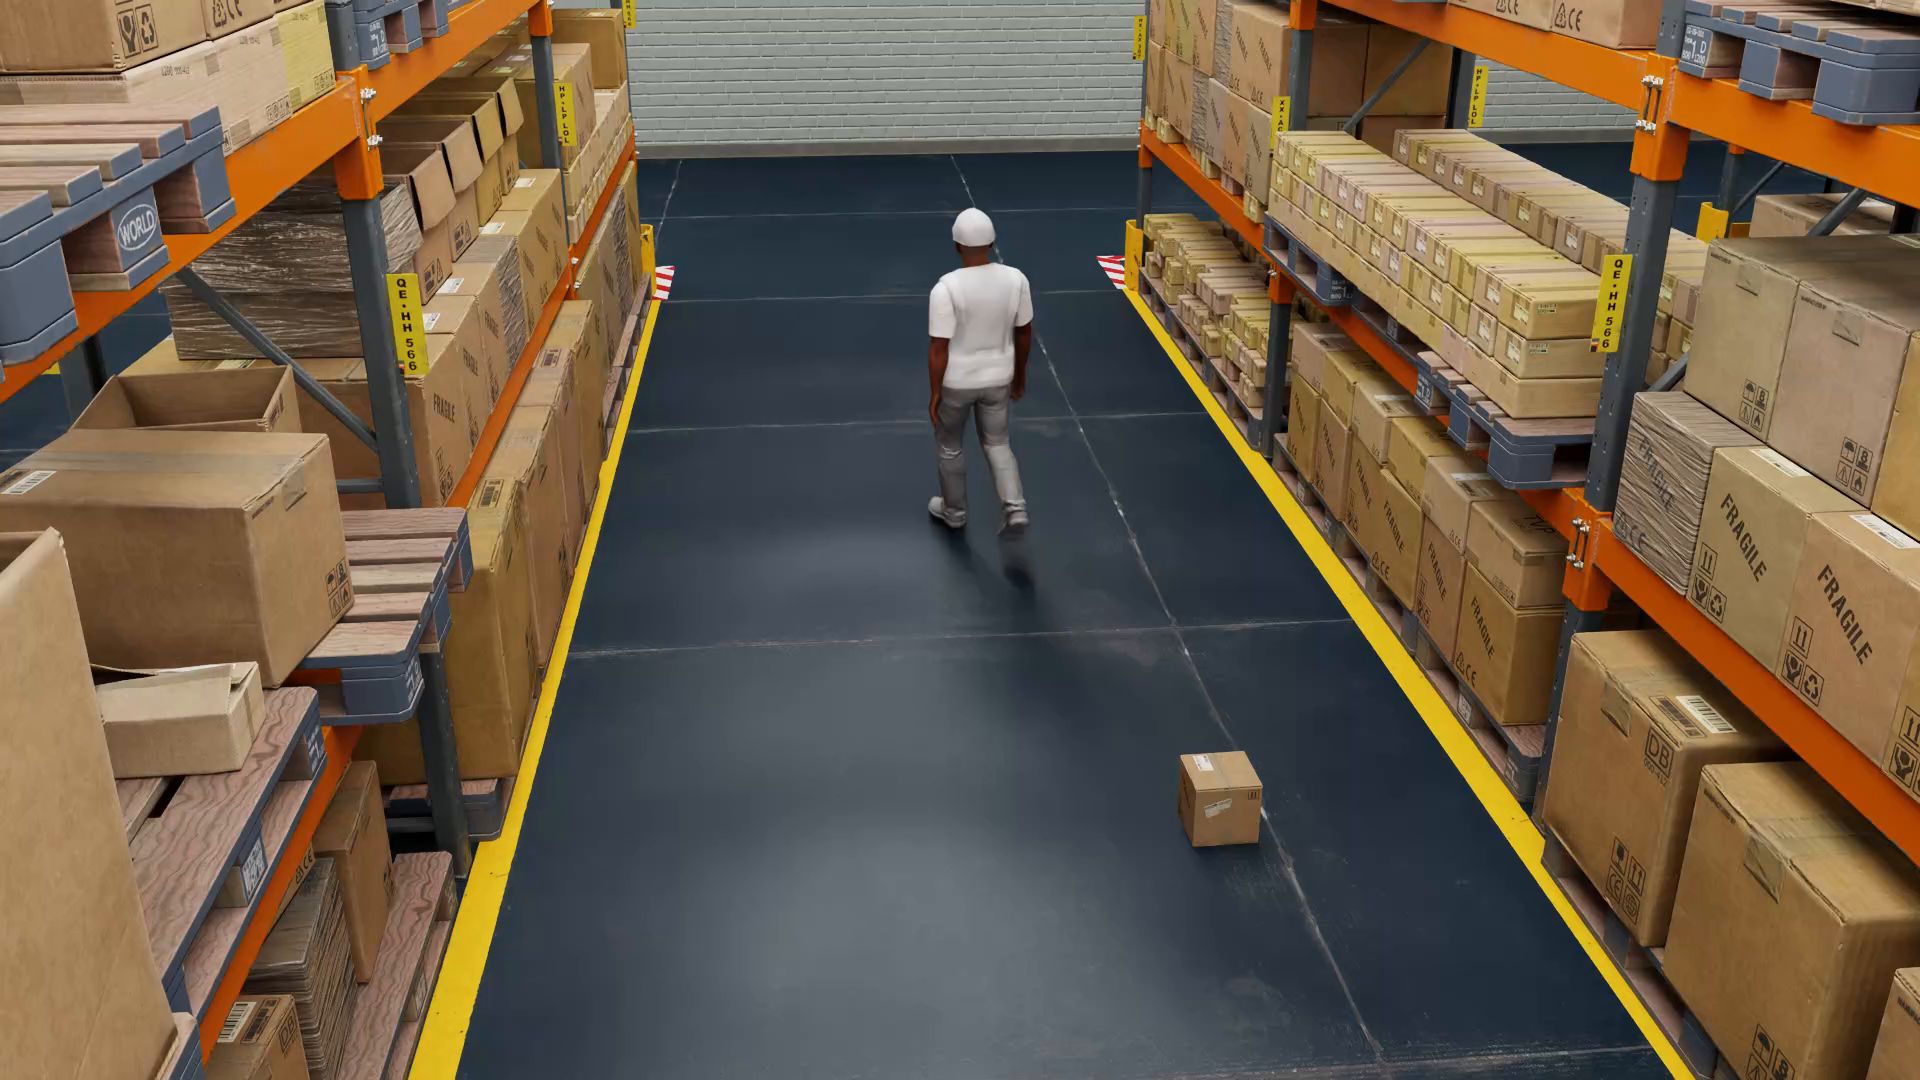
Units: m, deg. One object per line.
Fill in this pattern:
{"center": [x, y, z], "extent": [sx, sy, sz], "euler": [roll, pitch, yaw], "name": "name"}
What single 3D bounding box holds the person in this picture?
{"center": [0.095, -0.817, 8.427], "extent": [0.580, 1.740, 0.879], "euler": [-9, 25, -19], "name": "person"}
